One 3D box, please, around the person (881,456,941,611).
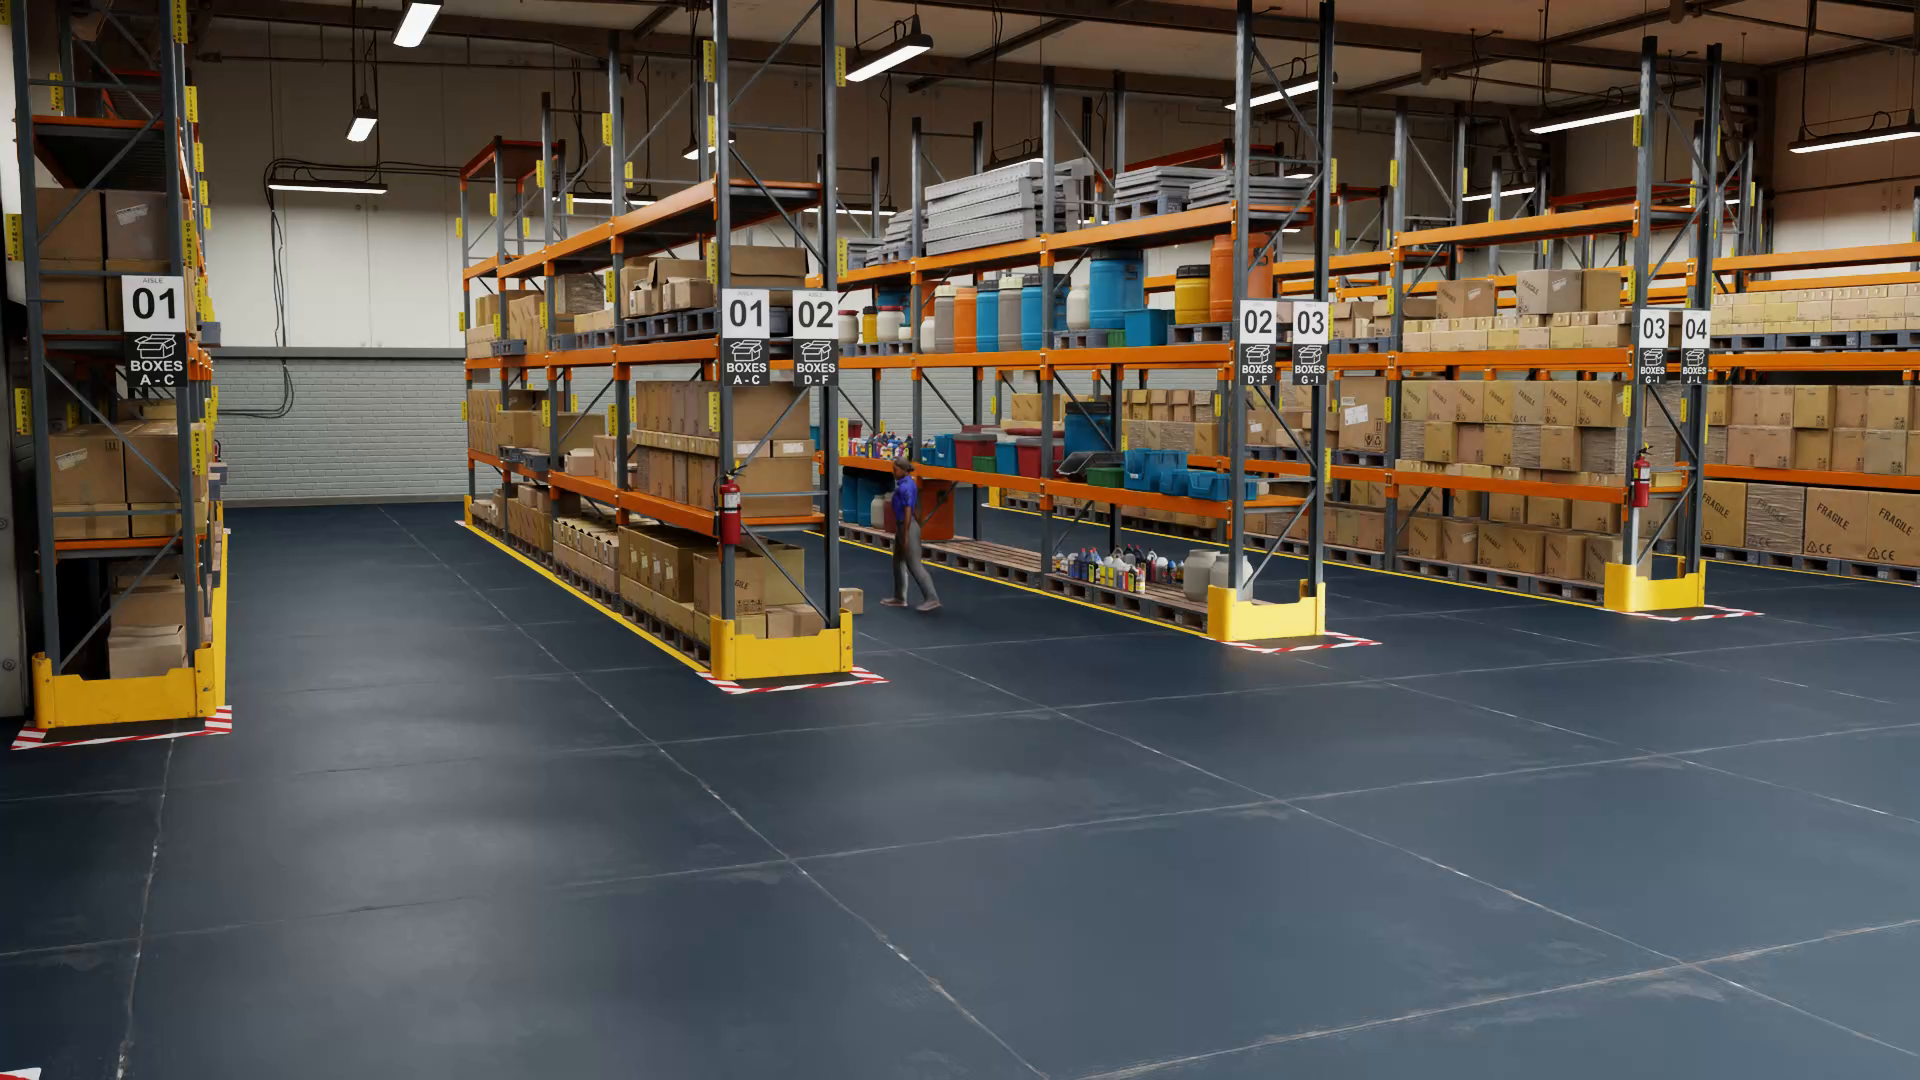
[{"bbox_3d":[-0.532,-0.074,17.687,0.652,1.631,0.683,0,5,0],"label":"person"}]
